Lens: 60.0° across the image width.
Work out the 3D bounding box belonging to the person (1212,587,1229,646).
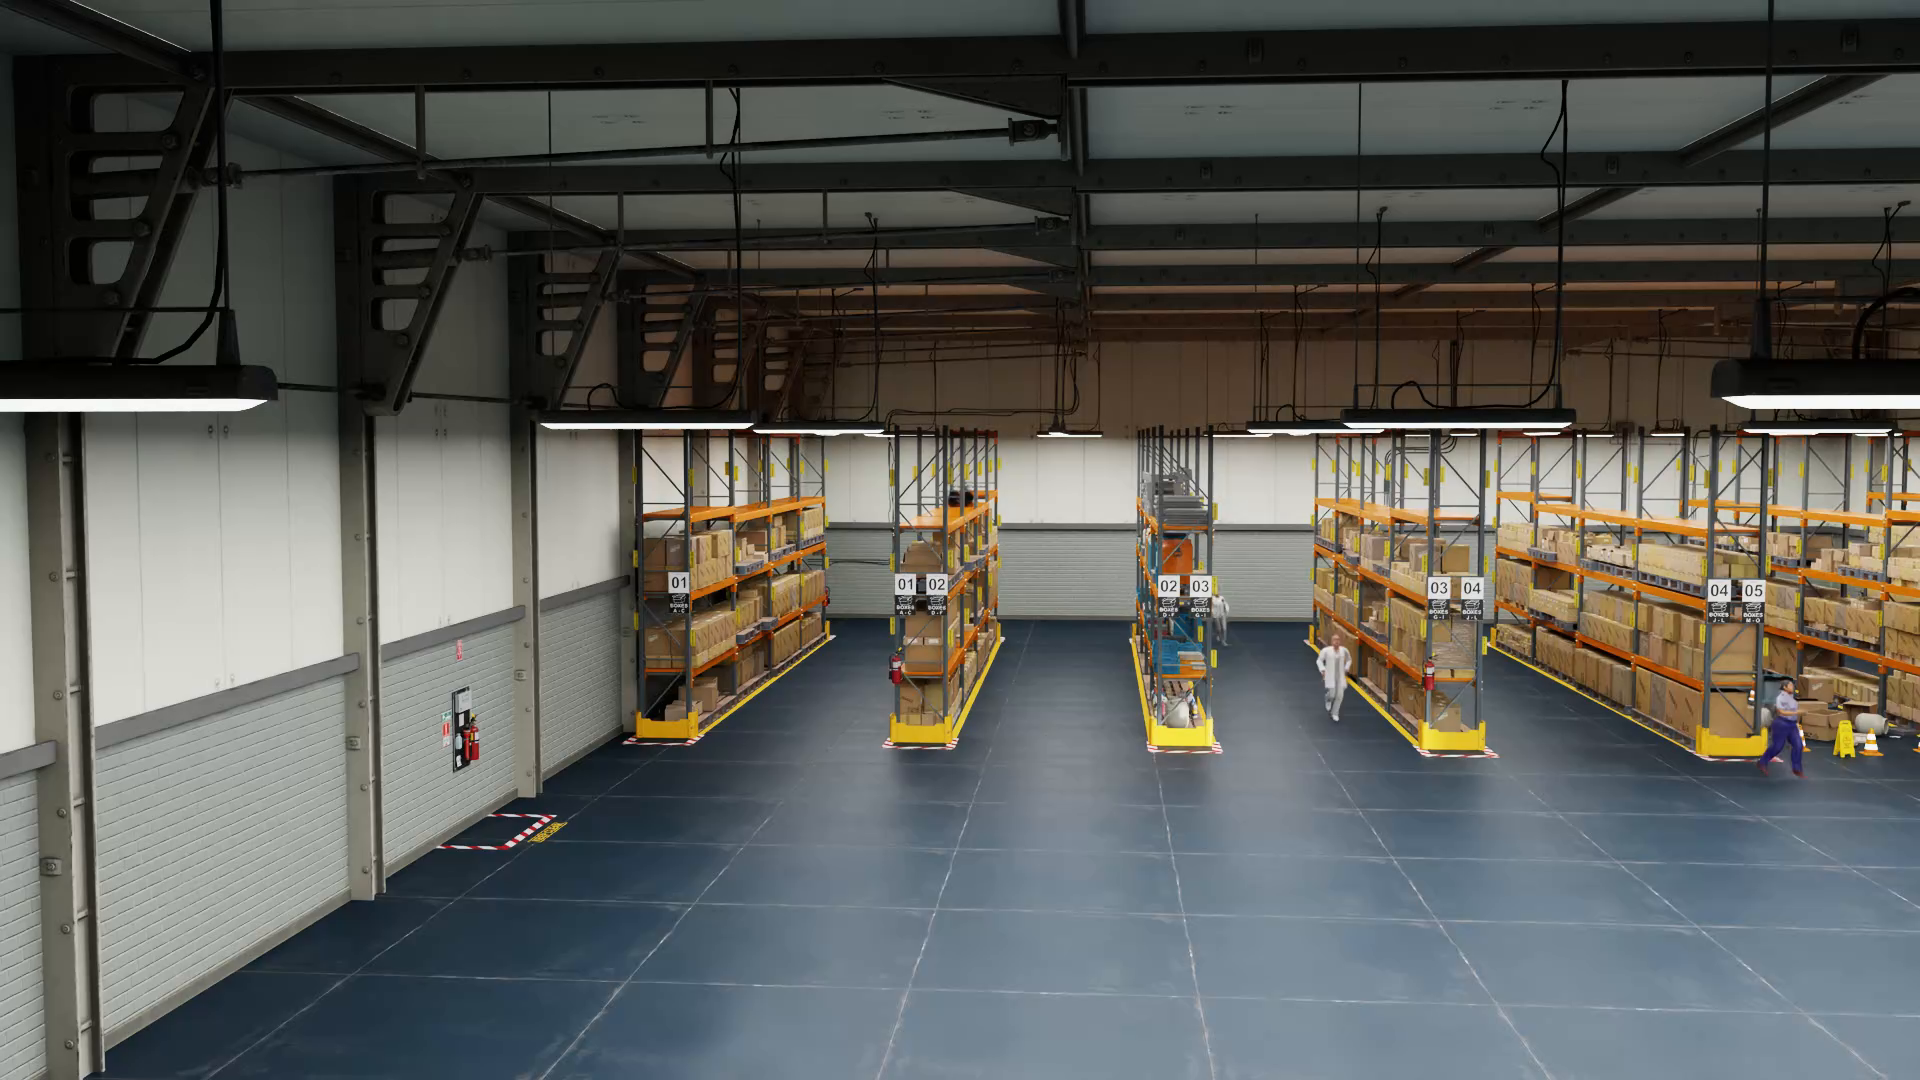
[{"bbox_3d":[7.207,2.121,46.510,0.650,1.644,0.611,-1,4,-15],"label":"person"}]

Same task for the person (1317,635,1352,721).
[{"bbox_3d":[7.715,2.822,34.223,0.724,1.743,0.653,0,3,0],"label":"person"}]

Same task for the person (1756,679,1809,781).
[{"bbox_3d":[13.941,3.199,28.171,0.631,1.699,0.809,-3,5,-41],"label":"person"}]
